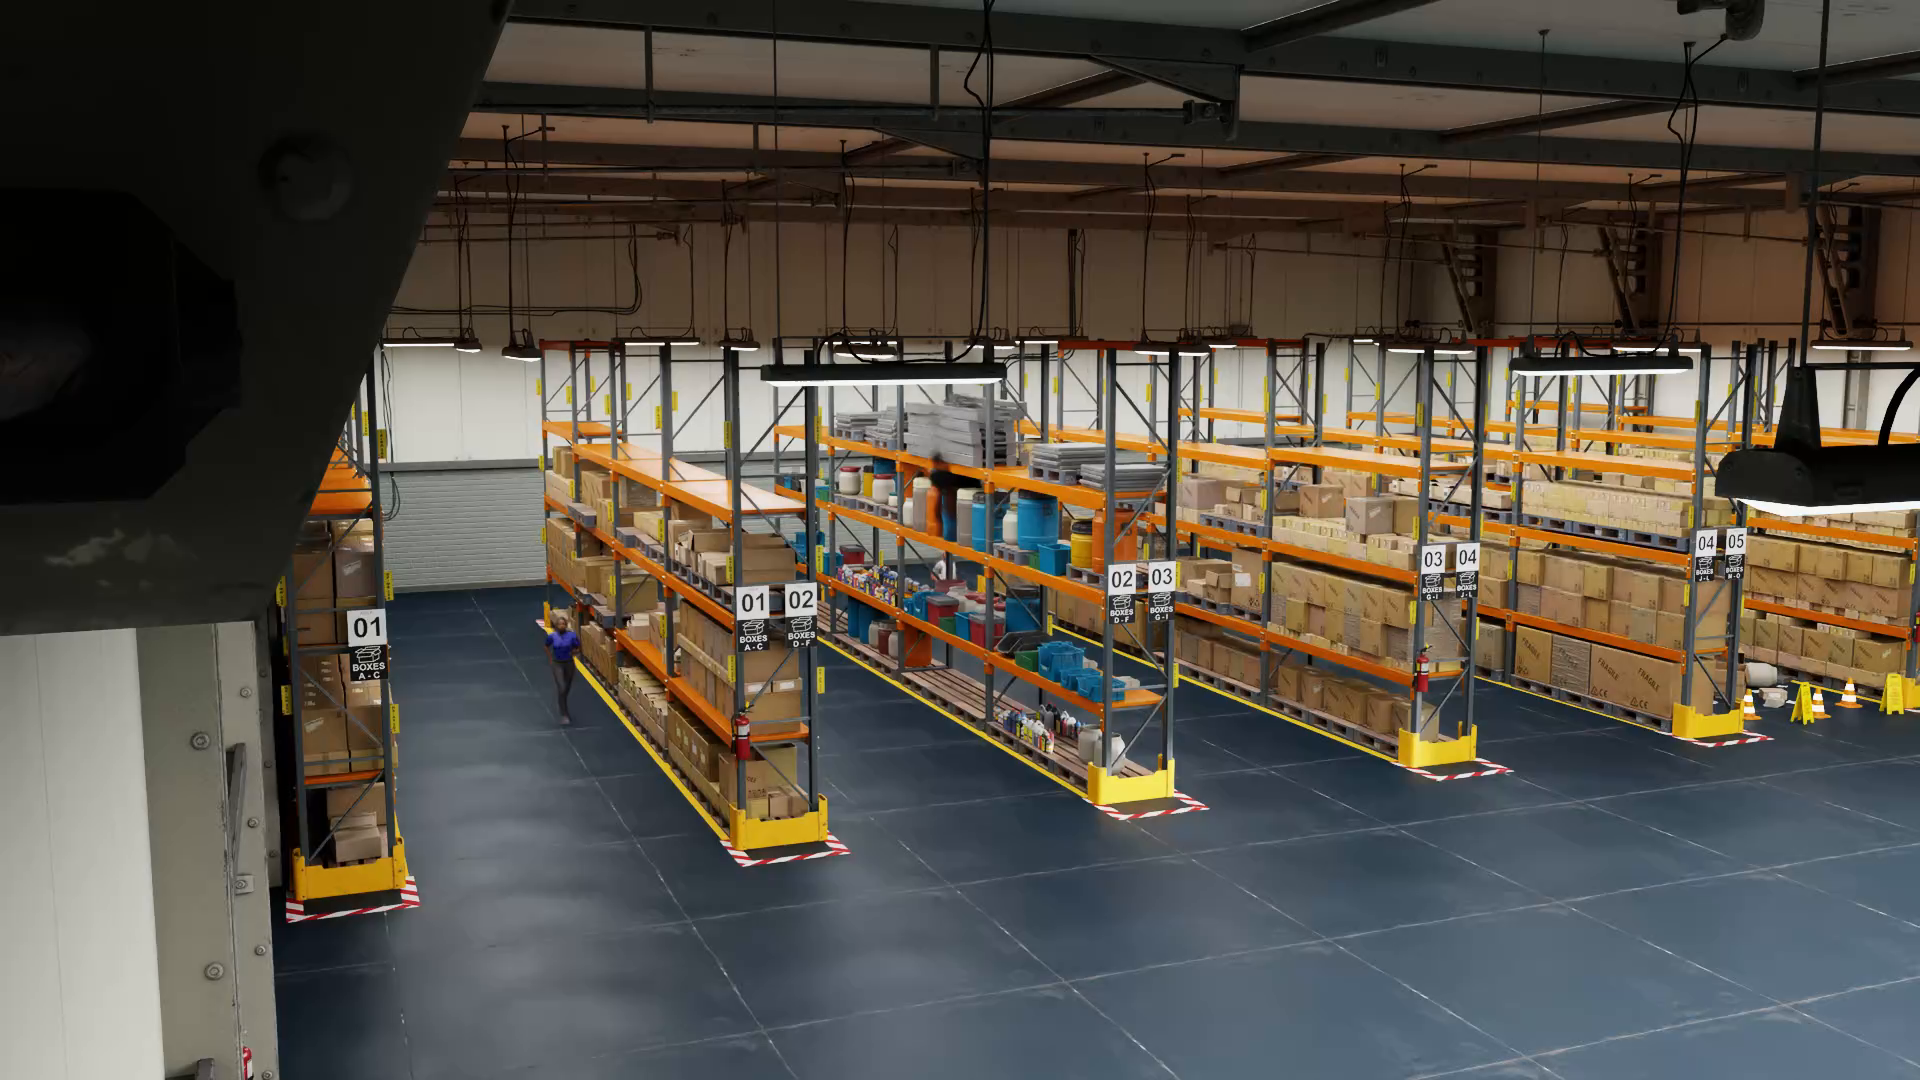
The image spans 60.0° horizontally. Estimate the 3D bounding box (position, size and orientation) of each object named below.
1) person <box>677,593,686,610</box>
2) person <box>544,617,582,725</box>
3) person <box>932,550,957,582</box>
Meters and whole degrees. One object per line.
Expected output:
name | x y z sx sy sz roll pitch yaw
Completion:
person | -5.669 1.065 33.927 0.668 1.785 0.841 -4 8 -27
person | -6.334 2.055 26.652 0.562 1.687 0.835 -3 8 -25
person | -0.272 1.030 34.041 0.655 1.766 0.889 -5 9 -32
